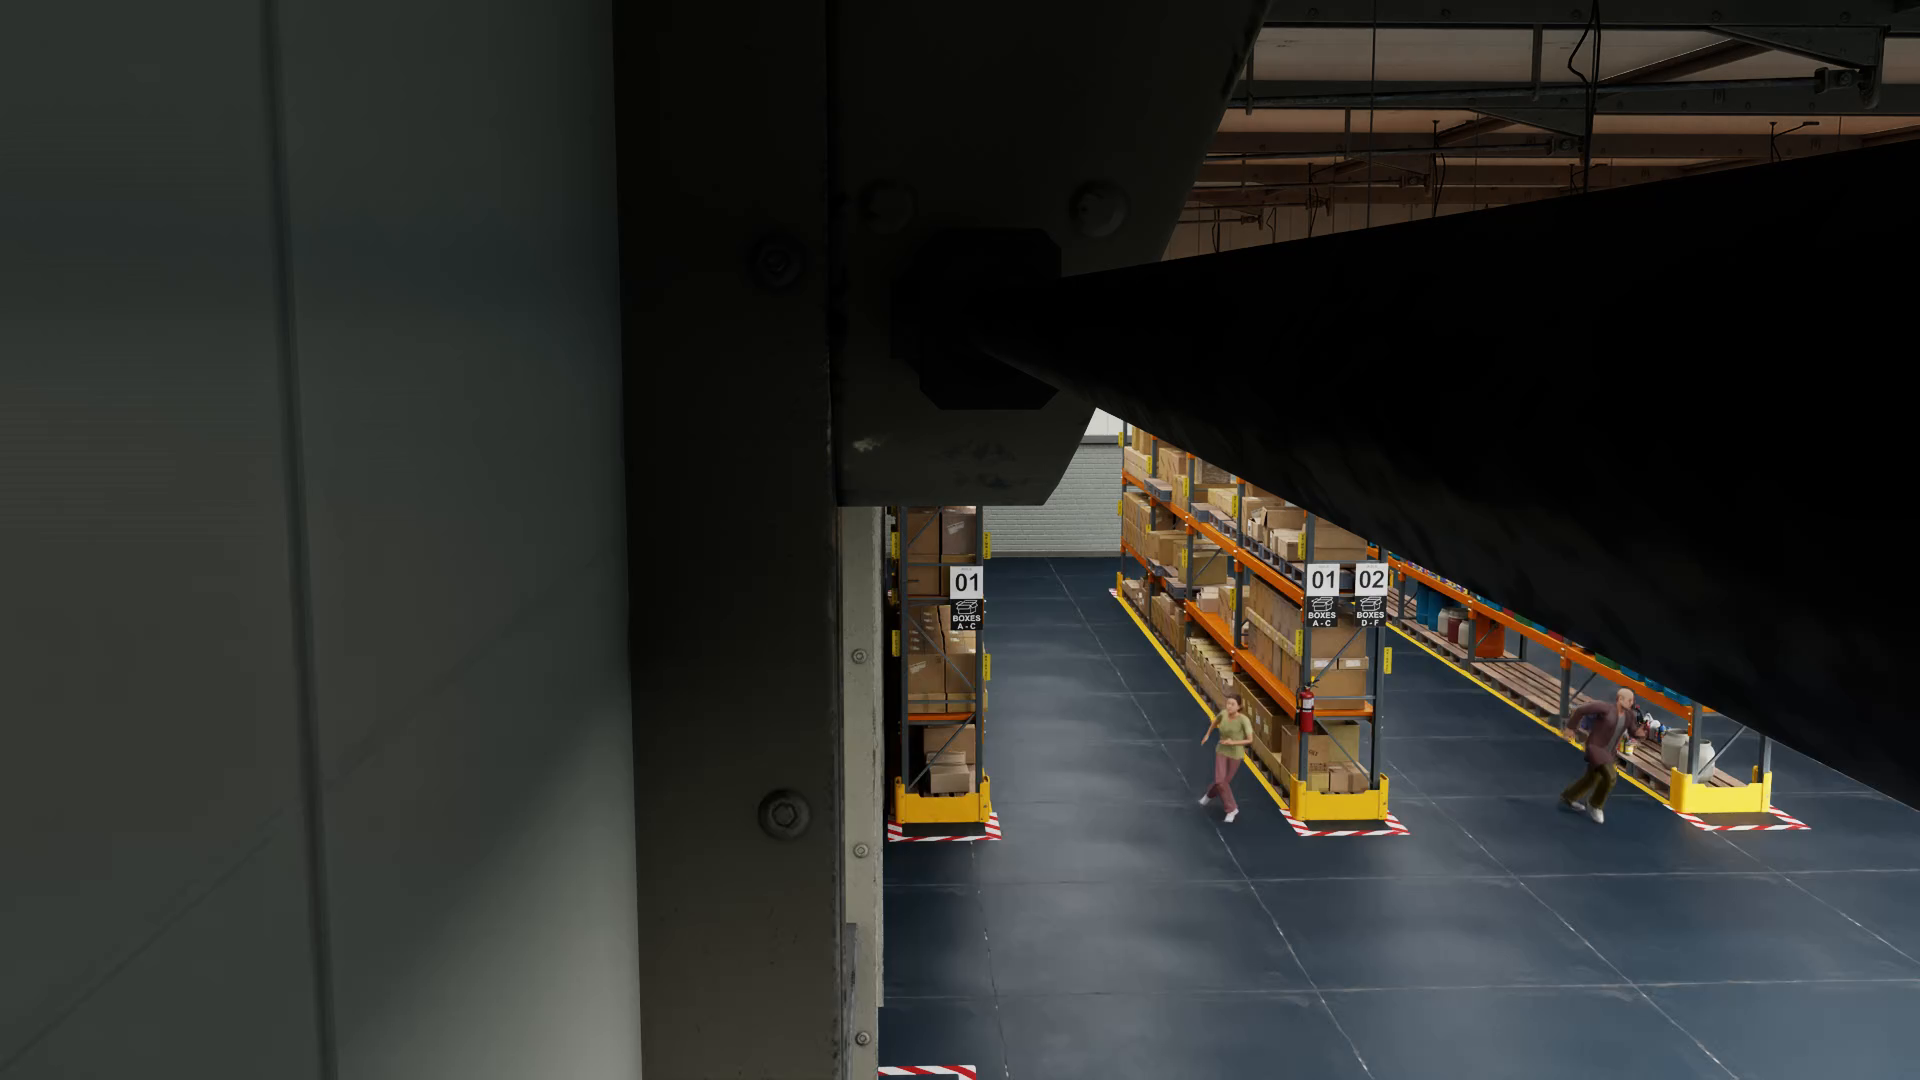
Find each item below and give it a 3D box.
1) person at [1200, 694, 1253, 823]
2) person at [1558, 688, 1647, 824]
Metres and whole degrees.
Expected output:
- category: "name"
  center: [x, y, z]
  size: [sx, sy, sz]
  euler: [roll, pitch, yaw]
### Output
- category: "person"
  center: [3.327, 2.666, 20.710]
  size: [0.703, 1.608, 0.653]
  euler: [3, 9, 20]
- category: "person"
  center: [7.971, 2.623, 20.569]
  size: [0.672, 1.651, 1.079]
  euler: [-5, 9, -31]
